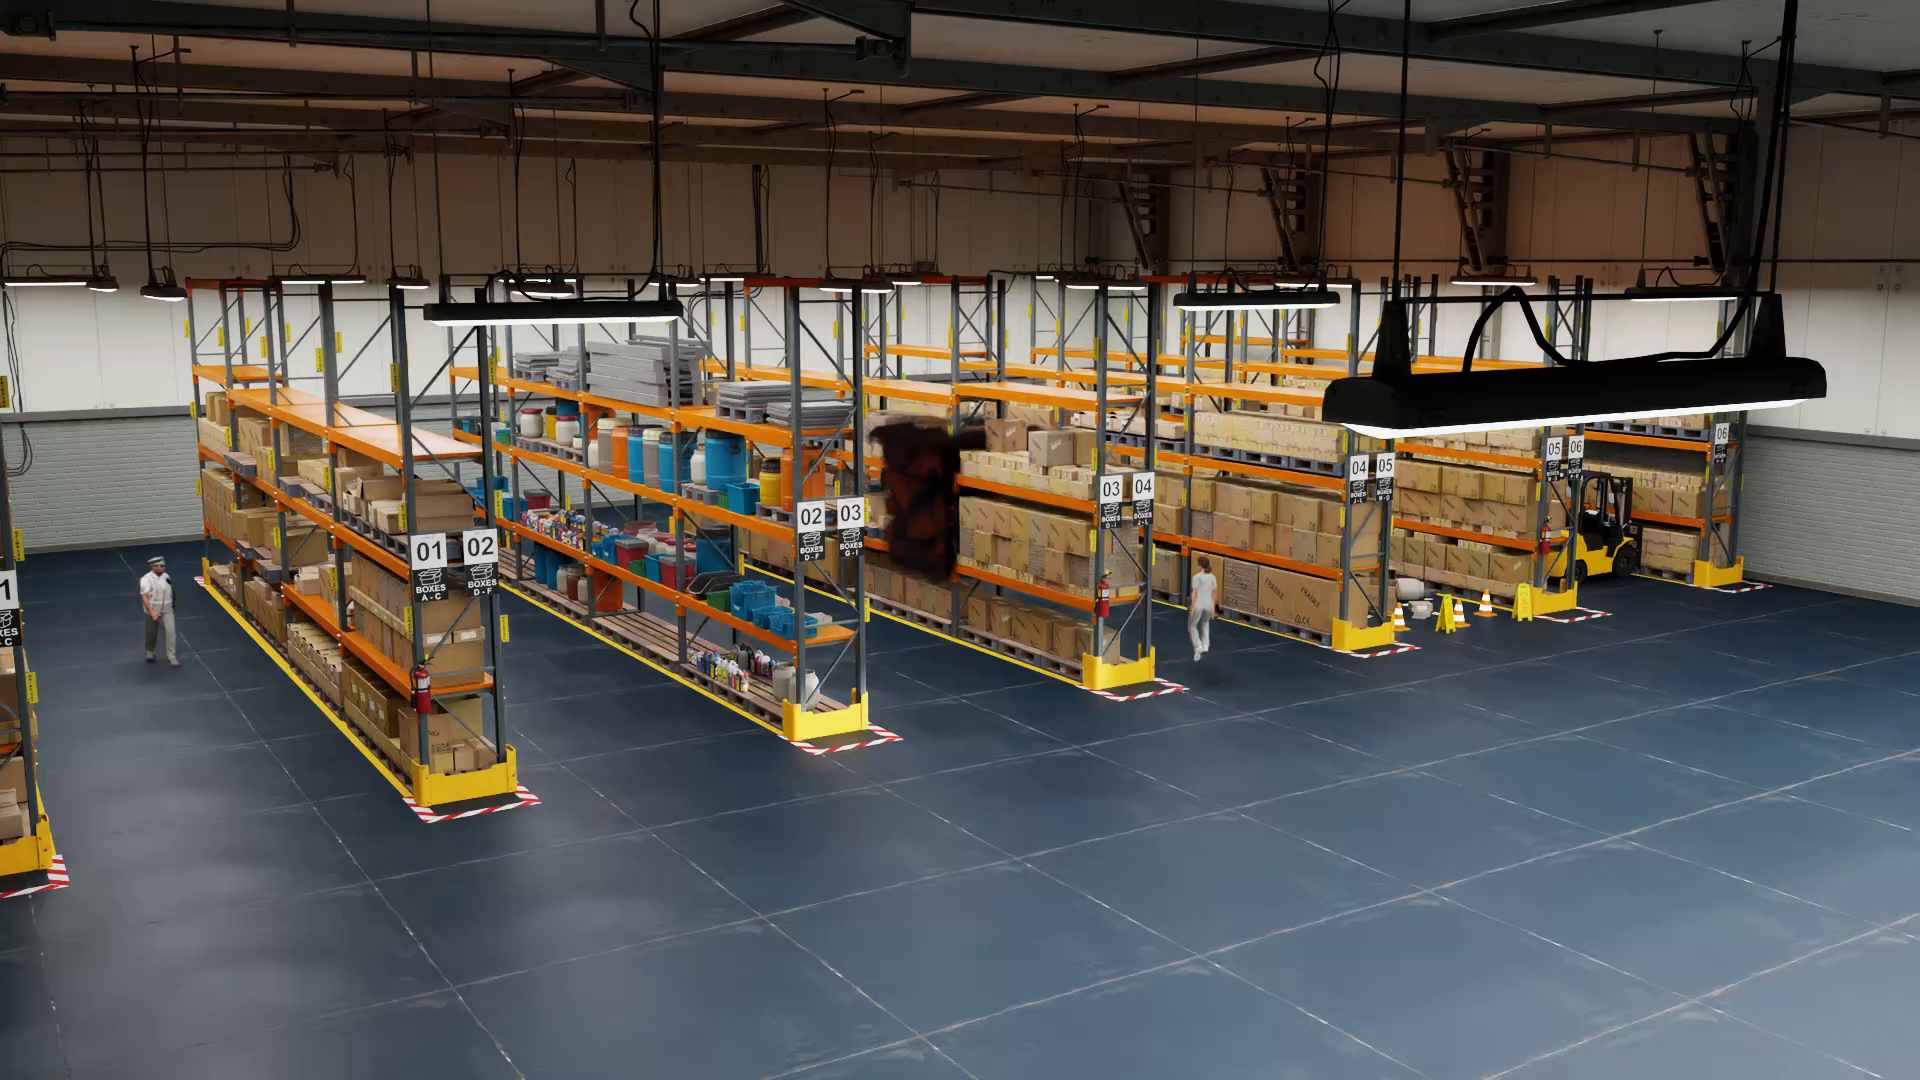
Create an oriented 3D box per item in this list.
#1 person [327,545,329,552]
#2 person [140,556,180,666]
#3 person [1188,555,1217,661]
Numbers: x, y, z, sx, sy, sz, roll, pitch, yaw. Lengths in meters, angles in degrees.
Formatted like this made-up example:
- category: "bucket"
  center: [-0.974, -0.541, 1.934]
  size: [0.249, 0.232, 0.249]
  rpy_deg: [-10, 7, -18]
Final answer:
- category: "person"
  center: [-13.292, -0.177, 34.135]
  size: [1.073, 1.611, 0.508]
  rpy_deg: [6, 11, 30]
- category: "person"
  center: [-12.656, 1.108, 26.244]
  size: [0.508, 1.721, 0.996]
  rpy_deg: [-7, 12, -37]
- category: "person"
  center: [3.792, 1.056, 25.914]
  size: [0.438, 1.646, 0.548]
  rpy_deg: [0, 10, 1]
